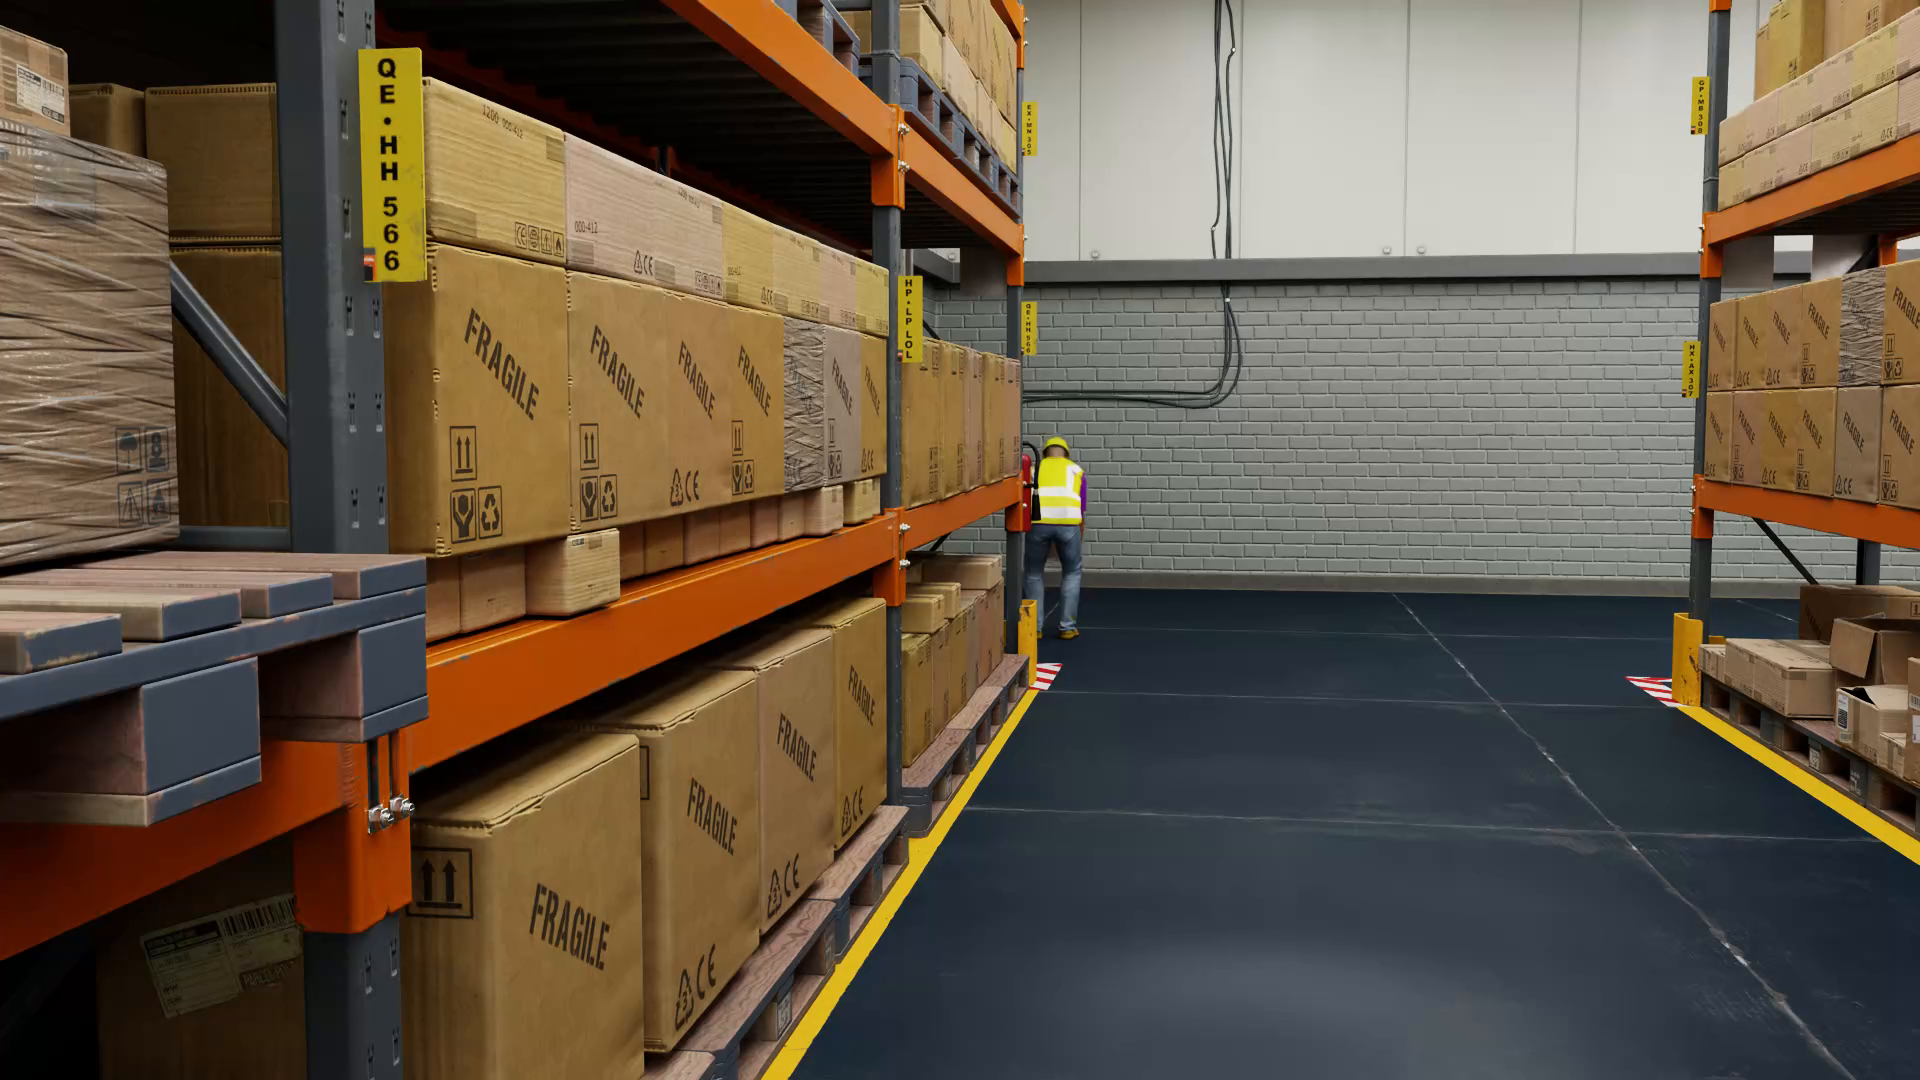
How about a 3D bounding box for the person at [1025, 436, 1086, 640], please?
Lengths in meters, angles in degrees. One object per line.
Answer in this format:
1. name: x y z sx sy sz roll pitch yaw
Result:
1. person: 0.705 -0.028 12.570 0.487 1.499 0.831 1 4 7
